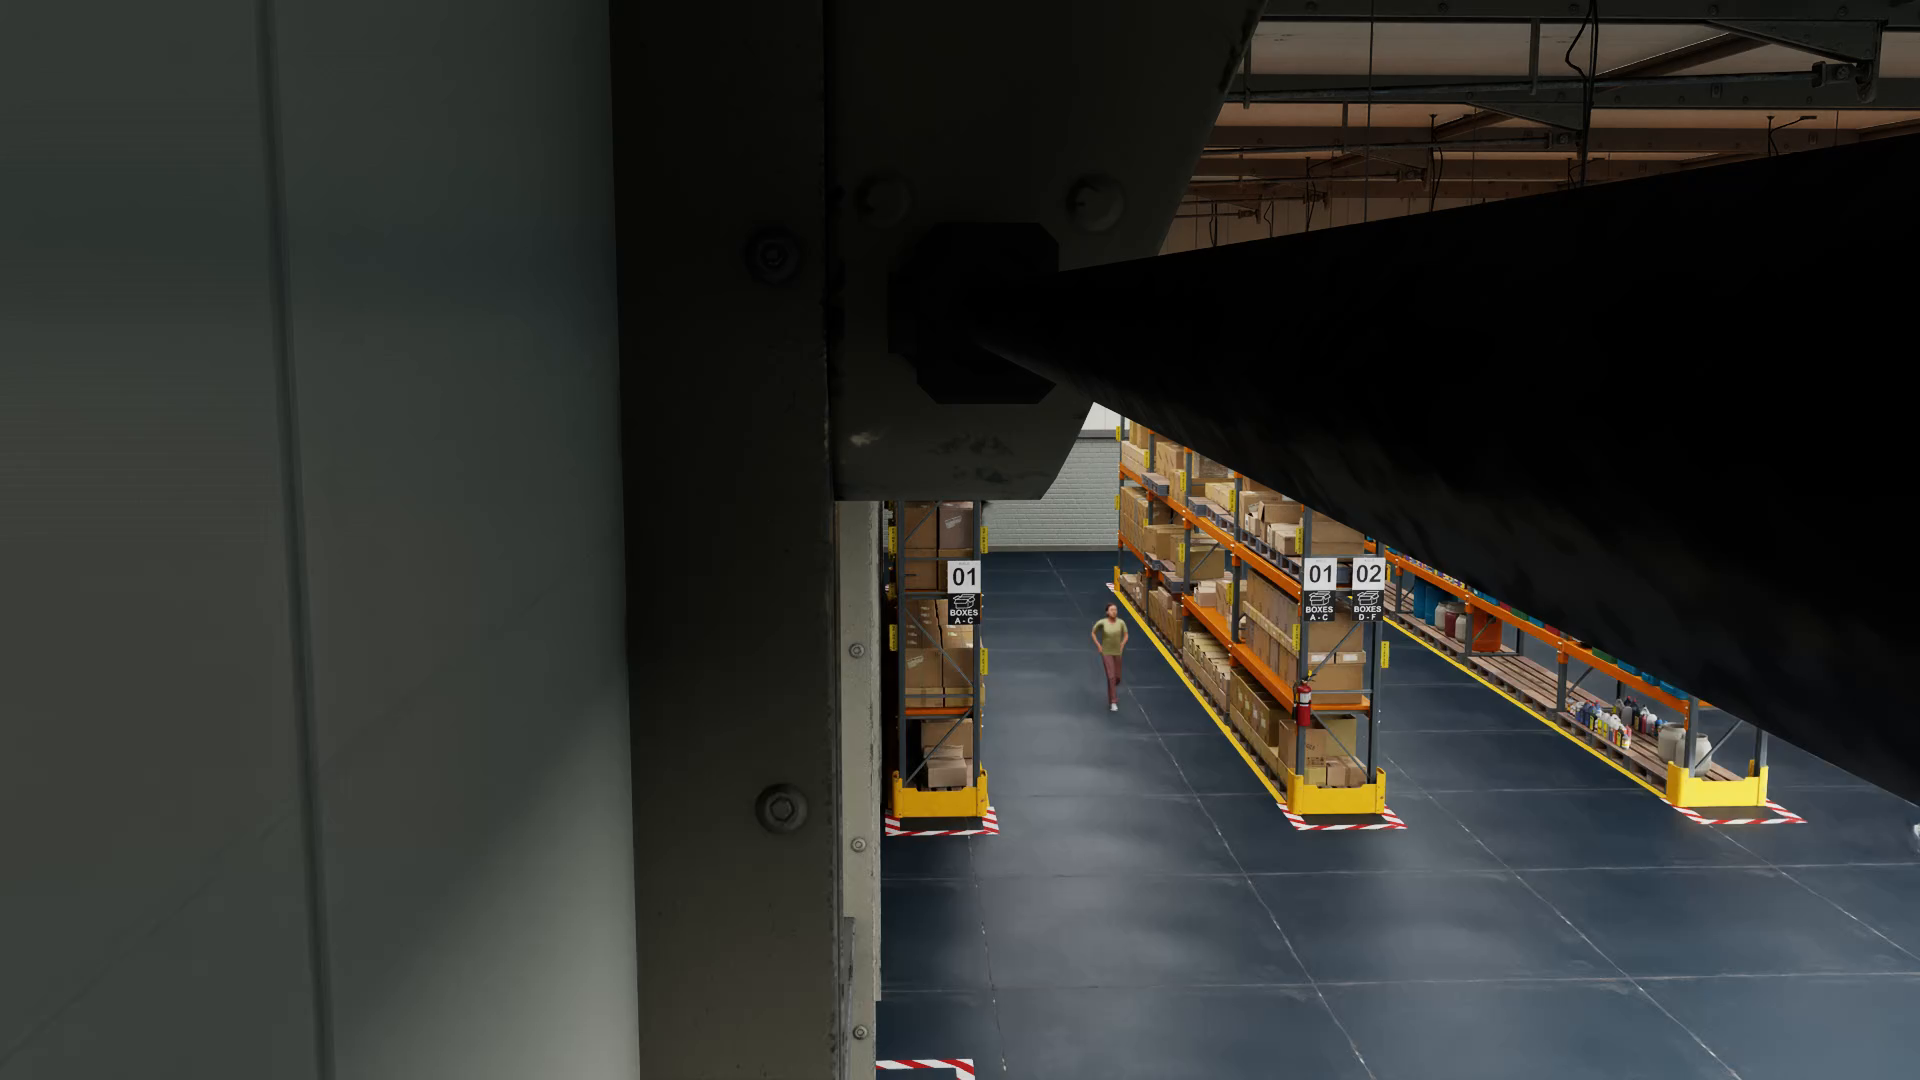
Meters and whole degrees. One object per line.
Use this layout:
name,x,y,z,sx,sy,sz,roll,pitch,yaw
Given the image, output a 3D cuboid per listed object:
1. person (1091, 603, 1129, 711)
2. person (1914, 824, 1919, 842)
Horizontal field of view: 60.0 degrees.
person,2.349,1.787,25.988,0.587,1.658,0.752,-1,8,-9
person,11.098,2.810,18.689,0.577,1.731,0.746,8,11,44
